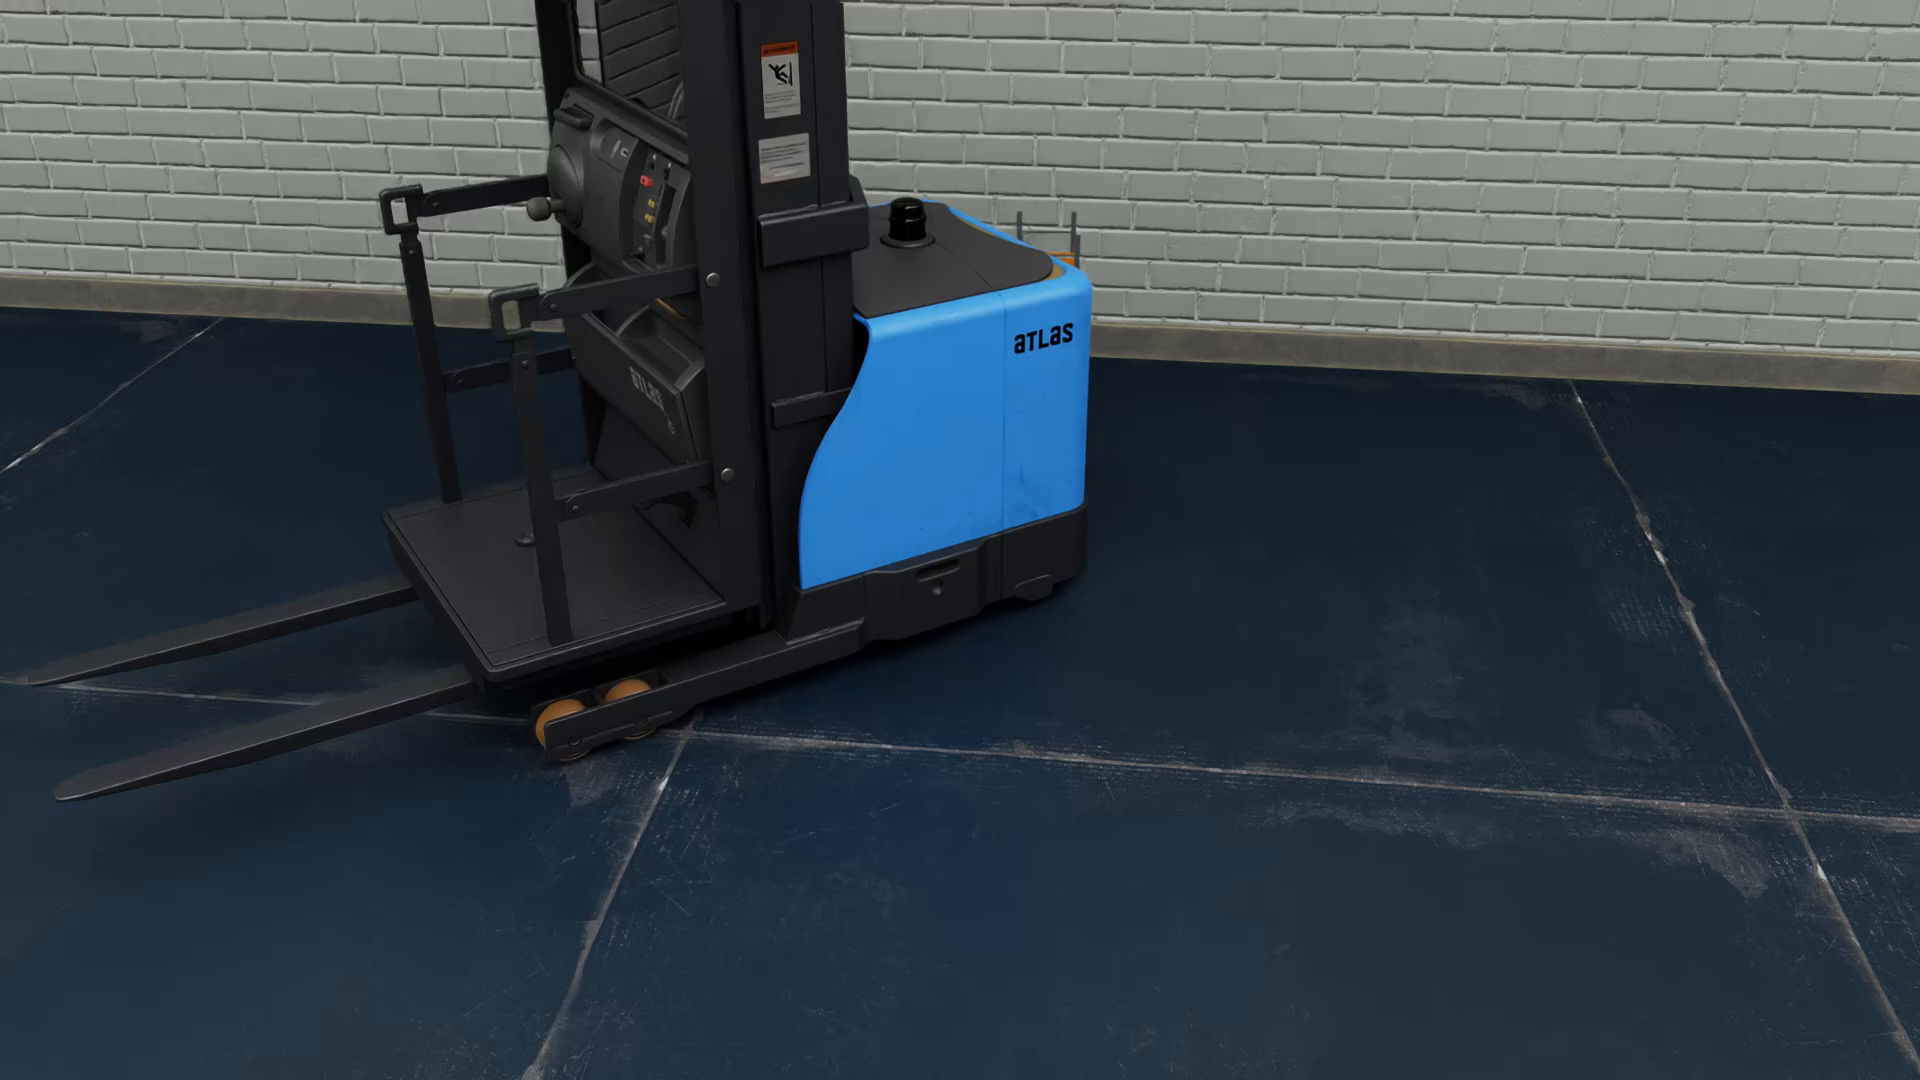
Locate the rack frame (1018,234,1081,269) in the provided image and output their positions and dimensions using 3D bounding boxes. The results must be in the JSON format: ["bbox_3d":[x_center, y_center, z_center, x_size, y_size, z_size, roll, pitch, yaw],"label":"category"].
[{"bbox_3d":[0.289,-0.523,5.614,0.200,1.050,0.008,0,28,1],"label":"rack frame"}]

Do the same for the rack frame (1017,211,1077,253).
[{"bbox_3d":[0.291,-0.639,5.829,0.200,1.050,0.008,0,28,1],"label":"rack frame"}]

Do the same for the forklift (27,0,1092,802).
[{"bbox_3d":[-1.111,-0.964,4.450,3.031,2.935,1.130,-16,32,-28],"label":"forklift"}]

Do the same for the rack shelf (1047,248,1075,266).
[{"bbox_3d":[0.290,-0.822,5.592,0.215,0.259,0.240,0,28,1],"label":"rack shelf"}]

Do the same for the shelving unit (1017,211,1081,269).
[{"bbox_3d":[0.290,-0.581,5.722,0.215,1.050,0.252,0,28,1],"label":"shelving unit"}]
